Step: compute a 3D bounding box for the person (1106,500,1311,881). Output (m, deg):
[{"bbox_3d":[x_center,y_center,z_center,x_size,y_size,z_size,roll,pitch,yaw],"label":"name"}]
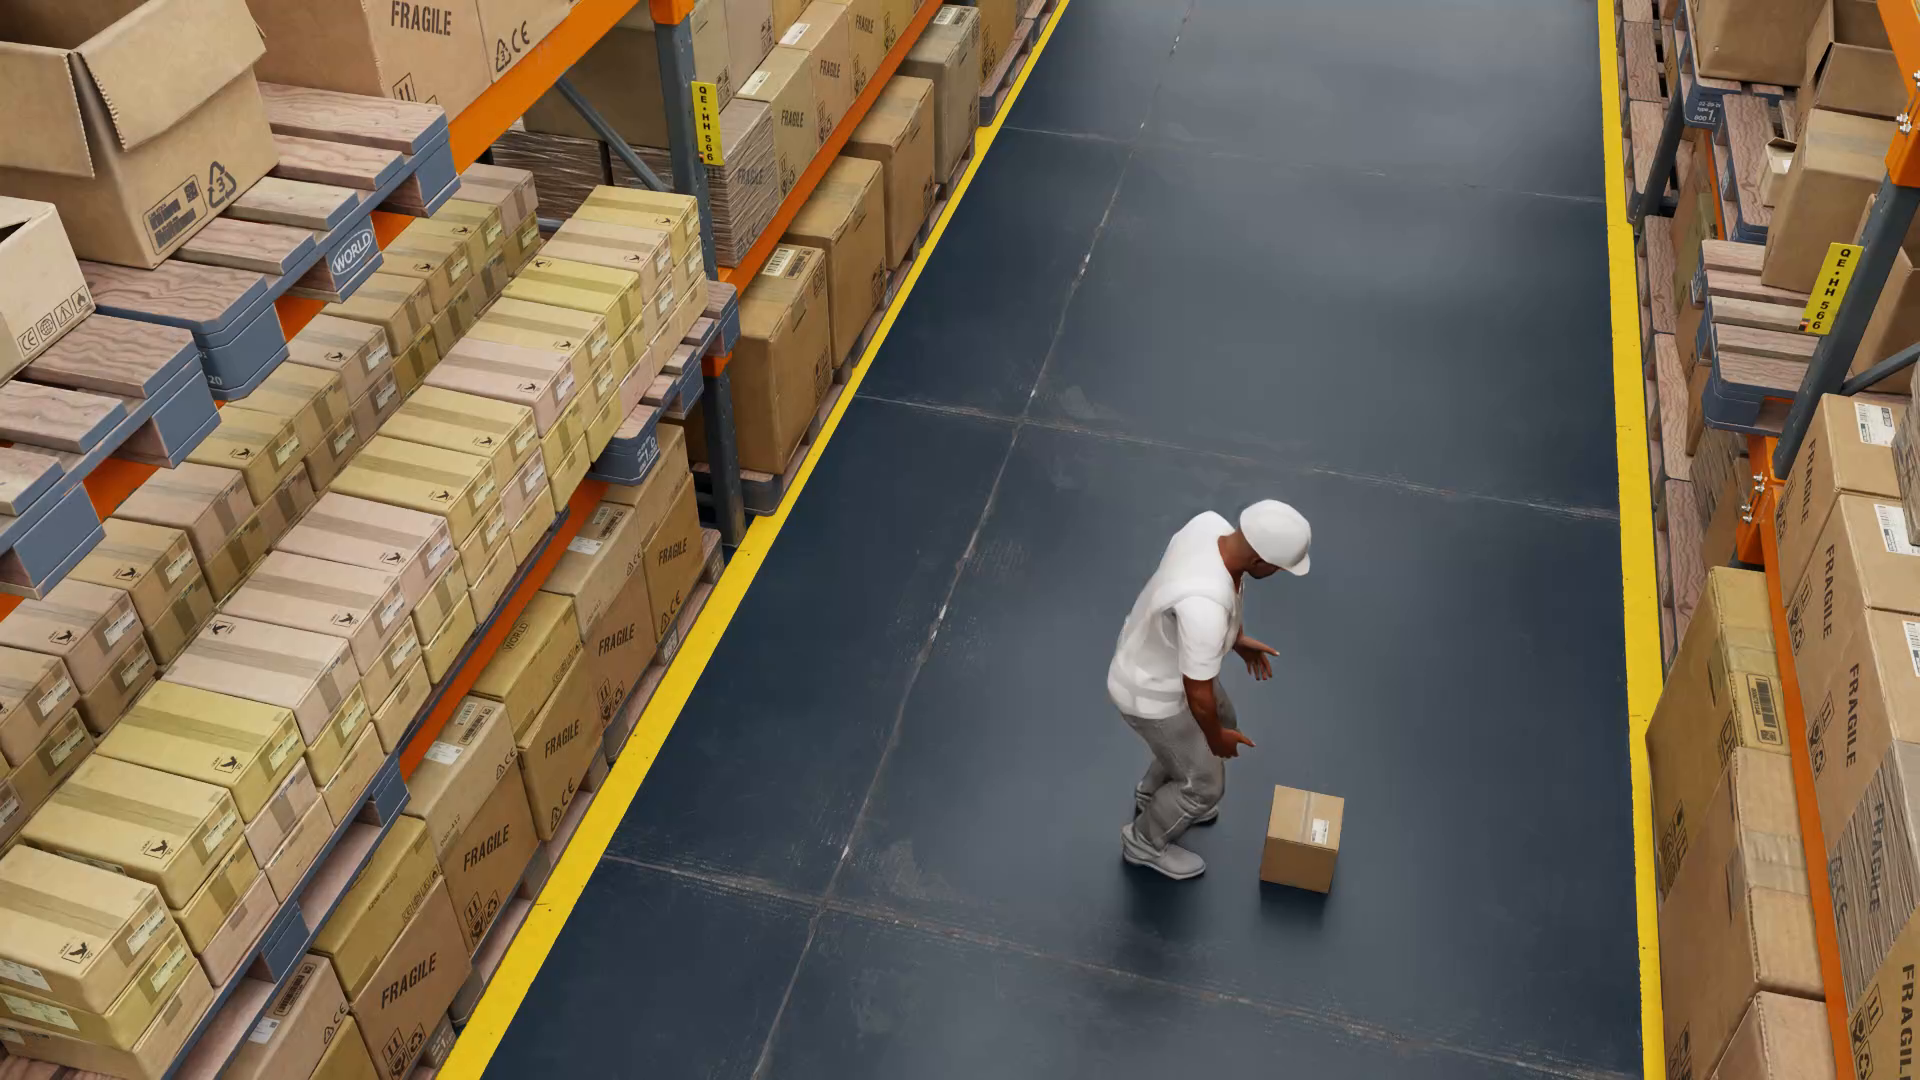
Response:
[{"bbox_3d":[0.818,0.476,5.706,0.599,1.613,0.616,11,42,12],"label":"person"}]
